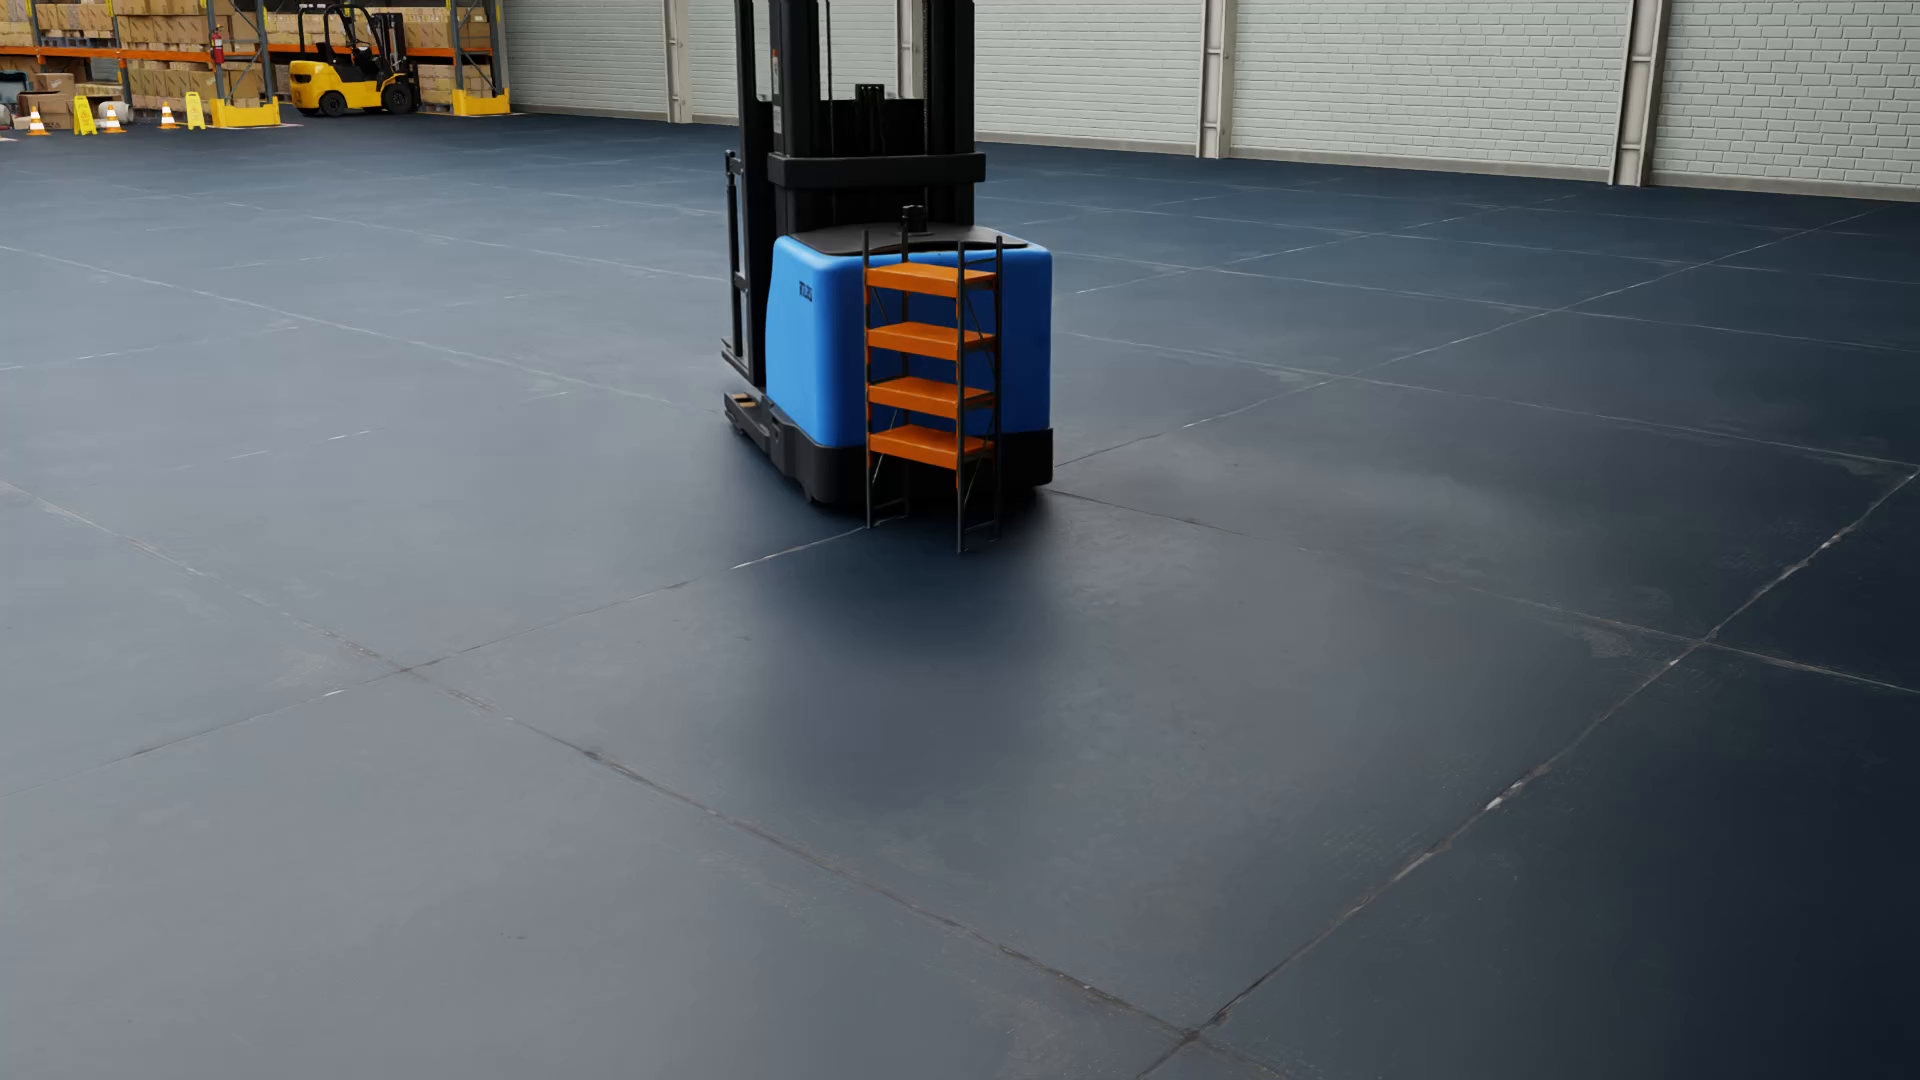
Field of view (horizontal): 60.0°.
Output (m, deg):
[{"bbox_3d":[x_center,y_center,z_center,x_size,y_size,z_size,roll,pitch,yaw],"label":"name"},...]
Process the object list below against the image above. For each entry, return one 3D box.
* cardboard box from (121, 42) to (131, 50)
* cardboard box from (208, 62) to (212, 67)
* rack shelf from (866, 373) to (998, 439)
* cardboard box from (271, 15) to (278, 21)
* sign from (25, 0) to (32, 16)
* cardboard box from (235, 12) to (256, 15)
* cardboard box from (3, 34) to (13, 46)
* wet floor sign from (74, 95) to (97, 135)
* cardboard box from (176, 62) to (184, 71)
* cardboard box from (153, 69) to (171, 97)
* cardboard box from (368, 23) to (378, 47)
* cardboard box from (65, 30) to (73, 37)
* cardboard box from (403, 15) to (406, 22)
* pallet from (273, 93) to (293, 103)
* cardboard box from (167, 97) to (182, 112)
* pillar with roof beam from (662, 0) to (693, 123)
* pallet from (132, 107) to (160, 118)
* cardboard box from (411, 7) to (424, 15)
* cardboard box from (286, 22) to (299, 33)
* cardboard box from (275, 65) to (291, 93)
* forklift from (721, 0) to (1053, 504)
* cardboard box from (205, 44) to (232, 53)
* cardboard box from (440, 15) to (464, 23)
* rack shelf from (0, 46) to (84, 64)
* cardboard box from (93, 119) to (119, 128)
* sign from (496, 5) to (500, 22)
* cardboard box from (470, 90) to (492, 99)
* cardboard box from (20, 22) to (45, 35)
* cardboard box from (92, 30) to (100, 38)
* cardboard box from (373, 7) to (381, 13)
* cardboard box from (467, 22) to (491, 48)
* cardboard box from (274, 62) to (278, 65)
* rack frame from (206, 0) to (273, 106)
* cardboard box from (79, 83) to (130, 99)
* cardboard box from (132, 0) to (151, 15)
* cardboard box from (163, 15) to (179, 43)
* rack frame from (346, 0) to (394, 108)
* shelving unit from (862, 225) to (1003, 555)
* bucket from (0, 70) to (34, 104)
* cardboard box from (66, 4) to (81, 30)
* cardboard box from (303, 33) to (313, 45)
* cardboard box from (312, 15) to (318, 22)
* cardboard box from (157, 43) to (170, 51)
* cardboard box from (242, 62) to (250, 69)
[{"bbox_3d":[-16.142,-9.660,32.507,0.250,0.149,0.380,15,23,39],"label":"cardboard box"},{"bbox_3d":[-18.307,-11.744,41.025,0.250,0.149,0.380,14,22,36],"label":"cardboard box"},{"bbox_3d":[-0.108,-0.529,6.516,0.480,0.148,0.258,15,23,39],"label":"rack shelf"},{"bbox_3d":[-15.621,-12.016,38.276,0.250,0.149,0.380,16,23,40],"label":"cardboard box"},{"bbox_3d":[-19.522,-11.145,34.855,0.005,0.325,0.100,15,23,39],"label":"sign"},{"bbox_3d":[-17.208,-12.378,39.791,0.637,0.503,0.797,14,23,38],"label":"cardboard box"},{"bbox_3d":[-20.466,-10.894,36.228,0.500,0.250,0.500,15,23,39],"label":"cardboard box"},{"bbox_3d":[-15.047,-7.292,28.523,0.232,0.644,0.267,11,20,30],"label":"wet floor sign"},{"bbox_3d":[-14.450,-8.880,31.174,0.250,0.149,0.380,16,23,40],"label":"cardboard box"},{"bbox_3d":[-15.108,-8.774,31.911,0.500,0.500,0.500,17,24,42],"label":"cardboard box"},{"bbox_3d":[-12.314,-10.838,35.639,0.500,0.500,0.500,16,23,40],"label":"cardboard box"},{"bbox_3d":[-18.250,-10.472,34.370,0.380,0.149,0.250,-17,24,-42],"label":"cardboard box"},{"bbox_3d":[-11.429,-10.922,34.830,0.250,0.149,0.380,15,23,39],"label":"cardboard box"},{"bbox_3d":[-15.275,-10.339,38.842,1.213,0.211,1.003,15,23,39],"label":"pallet"},{"bbox_3d":[-14.733,-8.313,31.699,0.500,0.250,0.500,14,22,37],"label":"cardboard box"},{"bbox_3d":[-8.173,-11.261,27.218,0.400,9.000,9.100,15,23,39],"label":"pillar with roof beam"},{"bbox_3d":[-15.639,-8.460,32.919,1.213,0.211,1.003,15,23,39],"label":"pallet"},{"bbox_3d":[-11.113,-10.942,34.402,0.250,0.149,0.380,16,23,41],"label":"cardboard box"},{"bbox_3d":[-14.942,-11.655,37.800,0.500,0.250,0.500,14,23,38],"label":"cardboard box"},{"bbox_3d":[-15.407,-10.783,38.860,0.625,0.625,0.875,16,24,41],"label":"cardboard box"},{"bbox_3d":[-0.557,-1.951,7.914,1.130,2.935,3.031,-6,19,-18],"label":"forklift"},{"bbox_3d":[-13.595,-9.020,30.489,0.250,0.149,0.380,16,24,41],"label":"cardboard box"},{"bbox_3d":[-10.326,-10.599,33.814,0.250,0.149,0.380,15,23,40],"label":"cardboard box"},{"bbox_3d":[-20.652,-10.778,36.802,4.000,0.370,1.077,15,23,39],"label":"rack shelf"},{"bbox_3d":[-15.494,-7.560,30.187,0.380,0.149,0.250,-6,18,-18],"label":"cardboard box"},{"bbox_3d":[-9.508,-10.811,34.157,0.005,0.325,0.100,15,23,39],"label":"sign"},{"bbox_3d":[-10.119,-9.269,34.710,0.500,0.250,0.500,15,23,39],"label":"cardboard box"},{"bbox_3d":[-19.687,-10.926,35.500,0.500,0.250,0.500,15,23,39],"label":"cardboard box"},{"bbox_3d":[-17.135,-10.138,33.318,0.250,0.149,0.380,15,23,38],"label":"cardboard box"},{"bbox_3d":[-12.255,-11.251,35.375,0.250,0.149,0.380,16,23,40],"label":"cardboard box"},{"bbox_3d":[-10.067,-10.446,34.404,0.500,0.500,0.500,16,24,41],"label":"cardboard box"},{"bbox_3d":[-16.229,-11.395,39.925,0.250,0.149,0.380,16,24,41],"label":"cardboard box"},{"bbox_3d":[-13.173,-9.113,30.367,0.127,3.000,1.000,15,23,39],"label":"rack frame"},{"bbox_3d":[-17.620,-9.251,34.452,0.625,0.372,0.950,16,24,41],"label":"cardboard box"},{"bbox_3d":[-15.255,-10.230,31.577,0.500,0.500,0.700,14,23,38],"label":"cardboard box"},{"bbox_3d":[-14.505,-9.552,31.093,0.500,0.500,0.500,15,23,39],"label":"cardboard box"},{"bbox_3d":[-12.873,-11.040,36.438,0.127,3.000,1.000,15,23,39],"label":"rack frame"},{"bbox_3d":[-0.108,-0.593,6.496,0.503,1.200,0.258,15,23,39],"label":"shelving unit"},{"bbox_3d":[-17.743,-8.434,31.127,0.726,0.611,0.620,-9,10,-27],"label":"bucket"},{"bbox_3d":[-17.809,-10.656,33.877,0.500,0.500,0.500,14,22,37],"label":"cardboard box"},{"bbox_3d":[-14.545,-11.318,37.565,0.500,0.250,0.500,16,24,41],"label":"cardboard box"},{"bbox_3d":[-14.251,-11.665,37.170,0.250,0.149,0.380,15,23,40],"label":"cardboard box"},{"bbox_3d":[-14.984,-9.357,31.552,0.250,0.149,0.380,15,23,39],"label":"cardboard box"},{"bbox_3d":[-16.962,-11.376,39.865,0.250,0.149,0.380,16,24,41],"label":"cardboard box"}]
